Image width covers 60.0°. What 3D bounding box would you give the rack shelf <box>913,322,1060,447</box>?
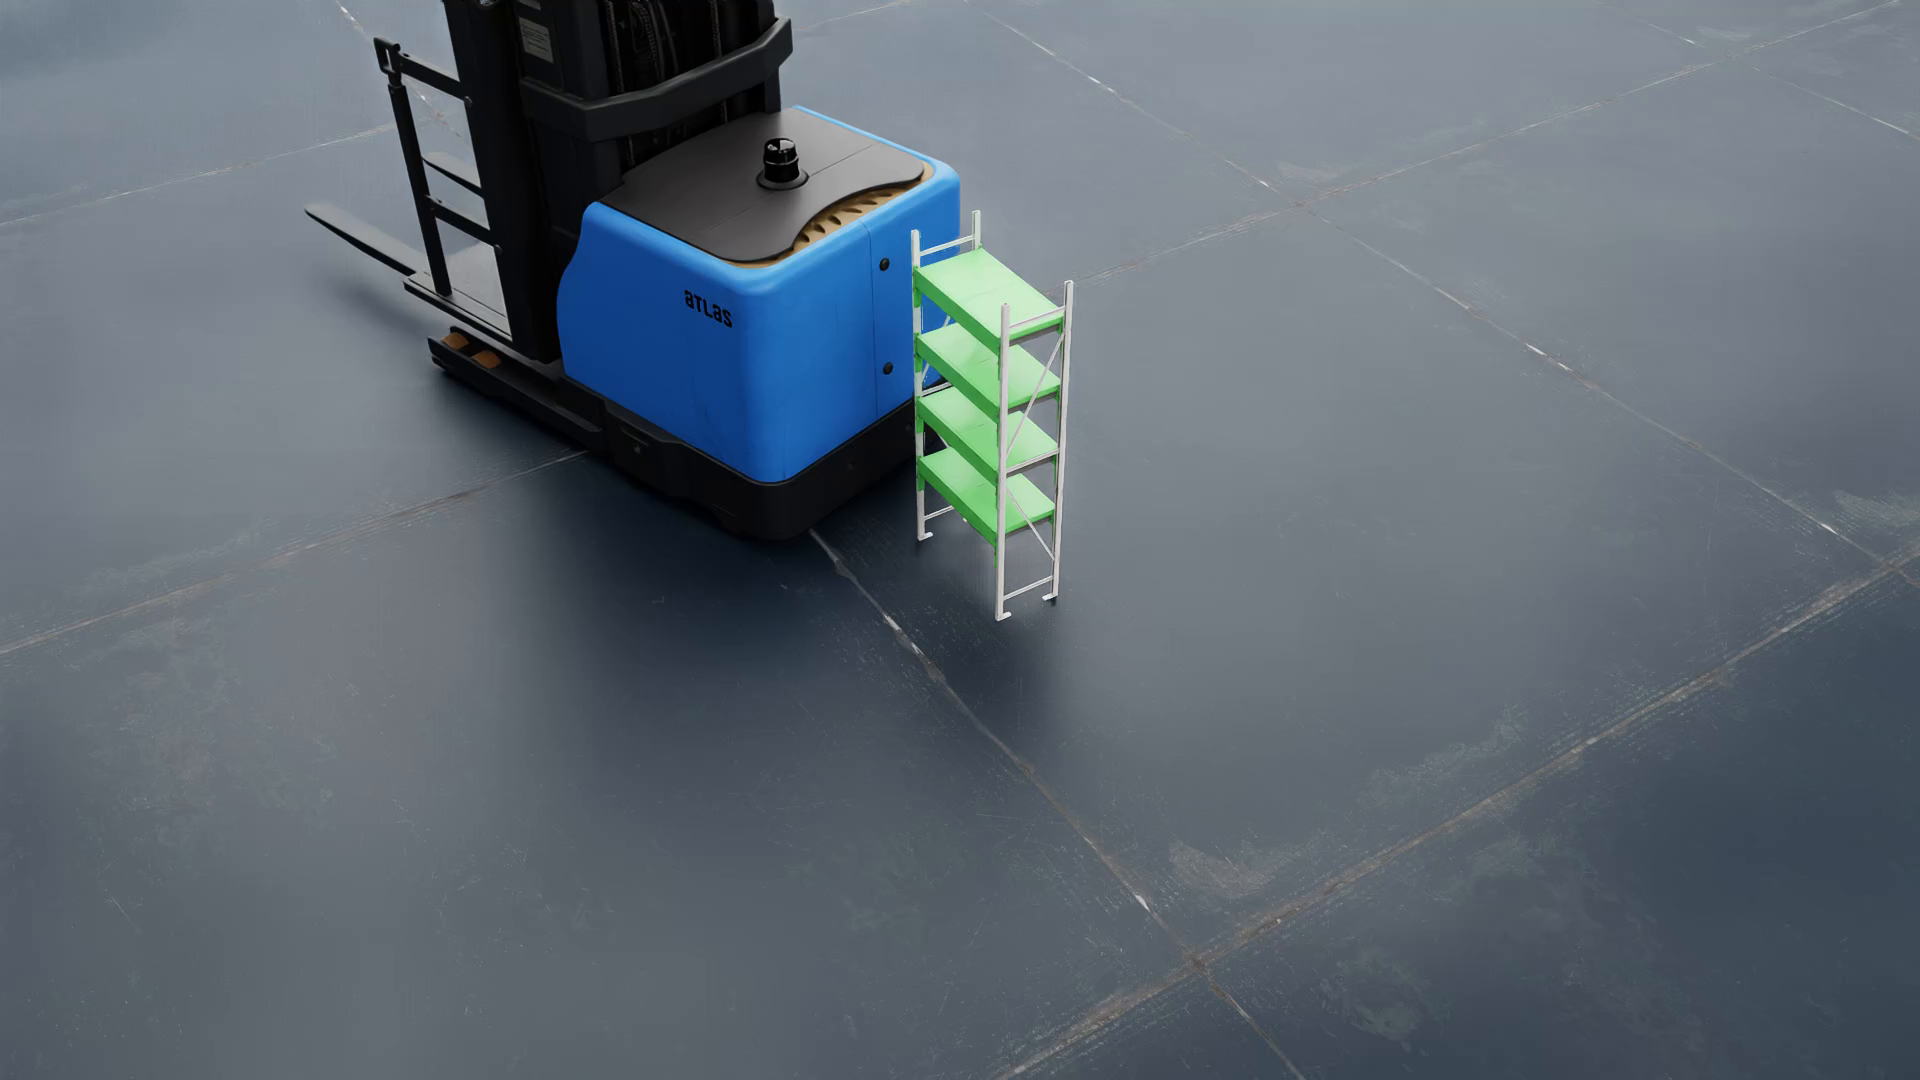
[{"bbox_3d":[0.089,-0.507,5.146,0.258,0.148,0.480,-22,45,-24],"label":"rack shelf"}]

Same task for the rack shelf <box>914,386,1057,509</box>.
[{"bbox_3d":[0.089,-0.323,5.300,0.258,0.148,0.480,-22,45,-24],"label":"rack shelf"}]

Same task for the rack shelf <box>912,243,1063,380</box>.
[{"bbox_3d":[0.089,-0.691,4.992,0.258,0.148,0.480,-22,45,-24],"label":"rack shelf"}]

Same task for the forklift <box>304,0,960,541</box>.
[{"bbox_3d":[-1.436,-1.920,5.764,3.031,2.935,1.130,28,47,30],"label":"forklift"}]

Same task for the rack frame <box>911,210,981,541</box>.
[{"bbox_3d":[-0.042,-0.503,5.417,0.240,1.200,0.015,-22,45,-24],"label":"rack frame"}]

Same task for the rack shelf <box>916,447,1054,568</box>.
[{"bbox_3d":[0.089,-0.138,5.453,0.258,0.148,0.480,-22,45,-24],"label":"rack shelf"}]

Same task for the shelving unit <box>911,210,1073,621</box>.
[{"bbox_3d":[0.089,-0.372,5.259,0.258,1.200,0.503,-22,45,-24],"label":"shelving unit"}]

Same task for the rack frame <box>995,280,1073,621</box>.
[{"bbox_3d":[0.220,-0.240,5.101,0.240,1.200,0.015,-22,45,-24],"label":"rack frame"}]
